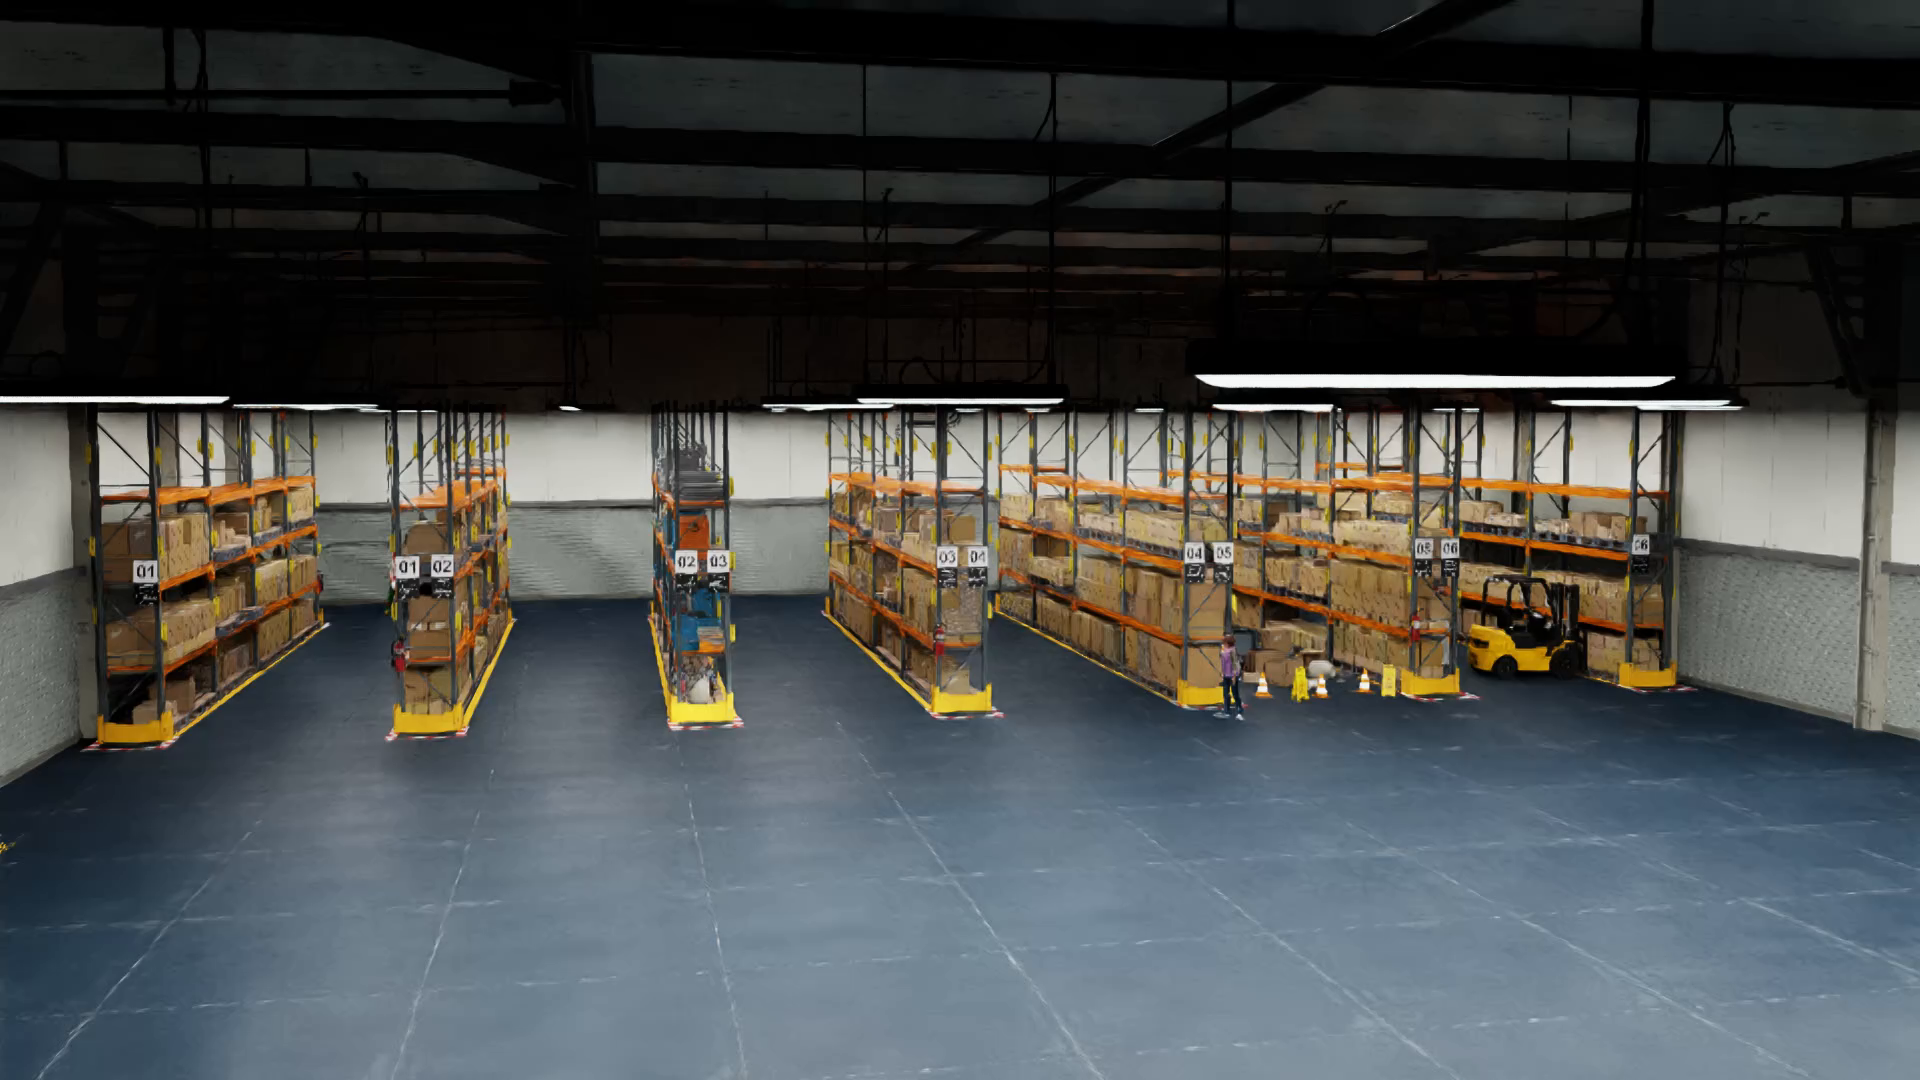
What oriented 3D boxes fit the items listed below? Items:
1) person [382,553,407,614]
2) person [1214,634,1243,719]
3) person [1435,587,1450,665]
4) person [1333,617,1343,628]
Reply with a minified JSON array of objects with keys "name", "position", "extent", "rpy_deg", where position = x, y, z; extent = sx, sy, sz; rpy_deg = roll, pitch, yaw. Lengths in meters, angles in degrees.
[{"name":"person","position":[-16.260,1.236,47.757],"extent":[0.472,1.790,0.692],"rpy_deg":[2,5,26]},{"name":"person","position":[5.092,2.563,31.276],"extent":[0.446,1.596,0.514],"rpy_deg":[-1,4,-16]},{"name":"person","position":[10.960,1.948,38.078],"extent":[0.636,1.775,0.677],"rpy_deg":[1,5,18]},{"name":"person","position":[9.697,1.726,42.300],"extent":[0.405,1.600,0.455],"rpy_deg":[-4,6,-44]}]
